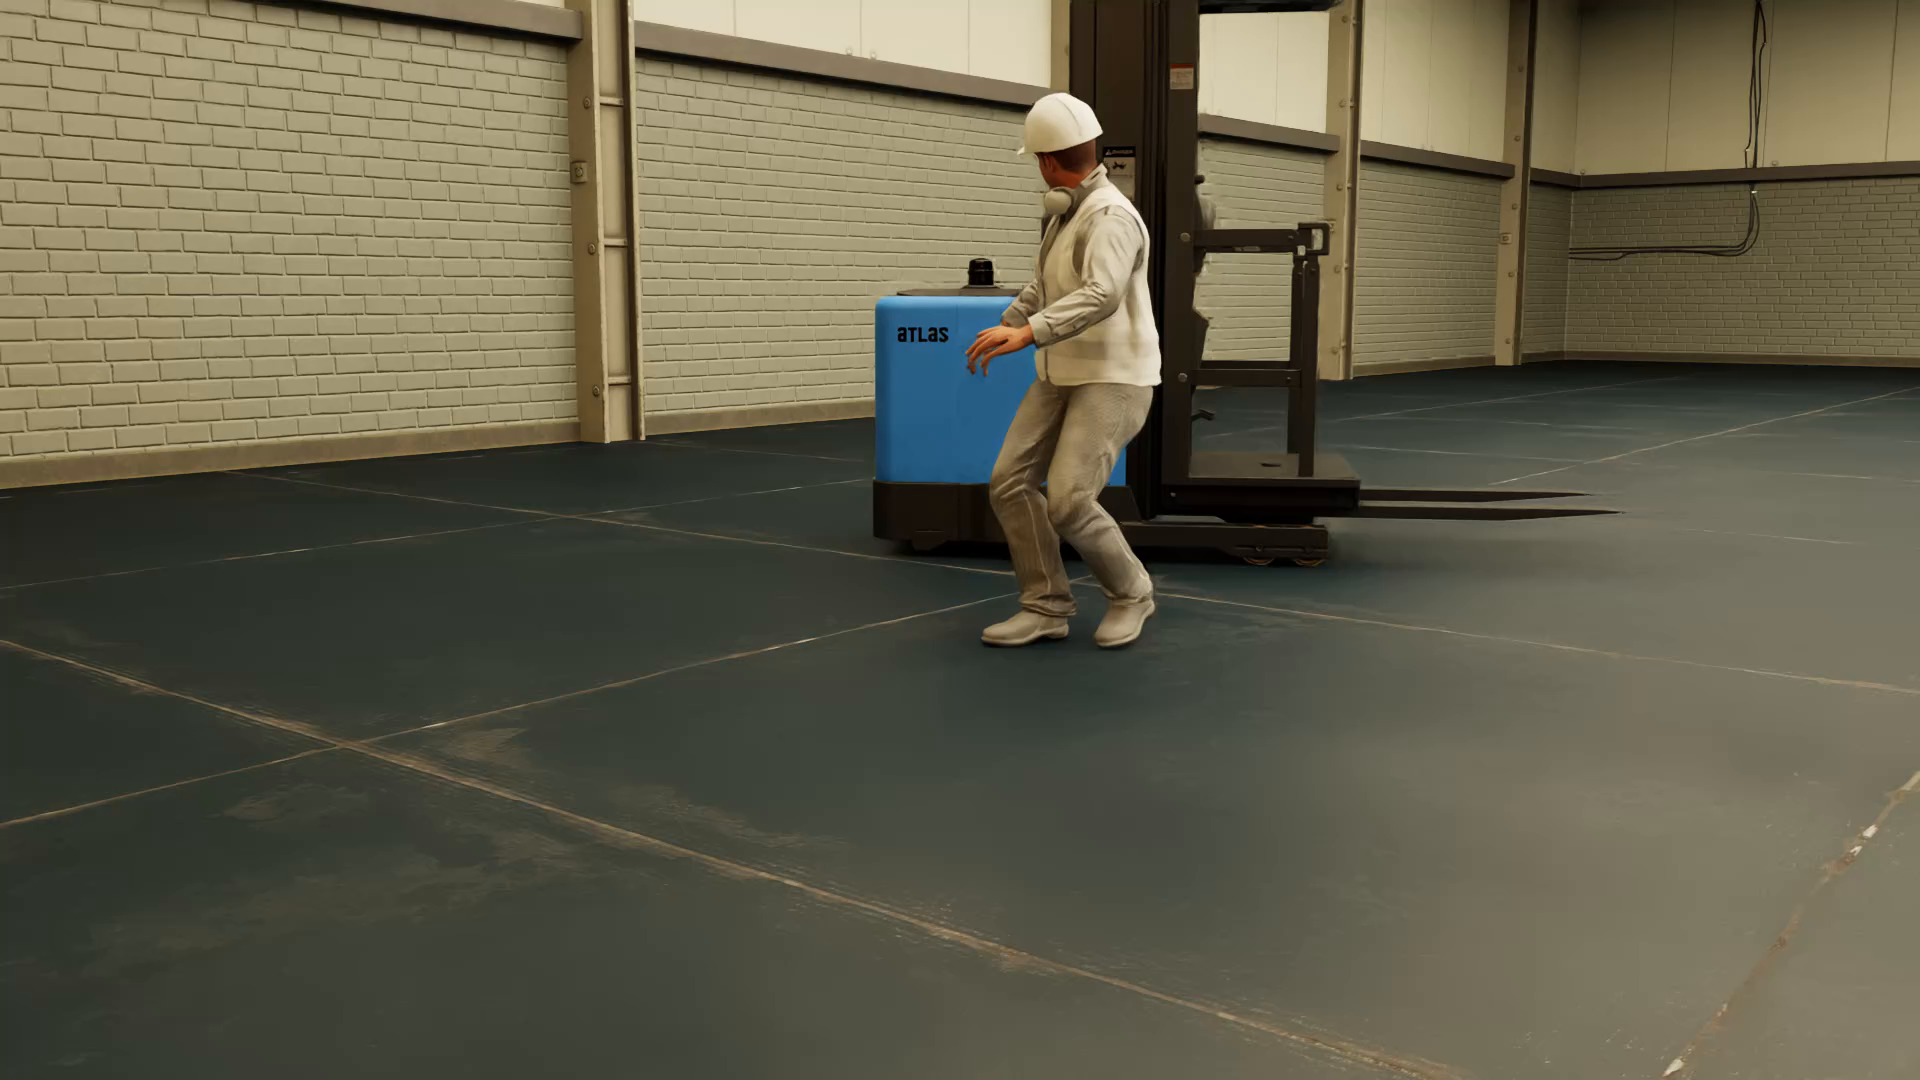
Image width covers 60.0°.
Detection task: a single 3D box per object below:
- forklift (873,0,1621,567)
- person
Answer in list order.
[{"bbox_3d":[1.195,-1.425,7.017,3.031,2.935,1.130,1,8,8],"label":"forklift"},{"bbox_3d":[0.262,-0.508,5.097,0.733,1.669,0.798,-4,9,-26],"label":"person"}]
